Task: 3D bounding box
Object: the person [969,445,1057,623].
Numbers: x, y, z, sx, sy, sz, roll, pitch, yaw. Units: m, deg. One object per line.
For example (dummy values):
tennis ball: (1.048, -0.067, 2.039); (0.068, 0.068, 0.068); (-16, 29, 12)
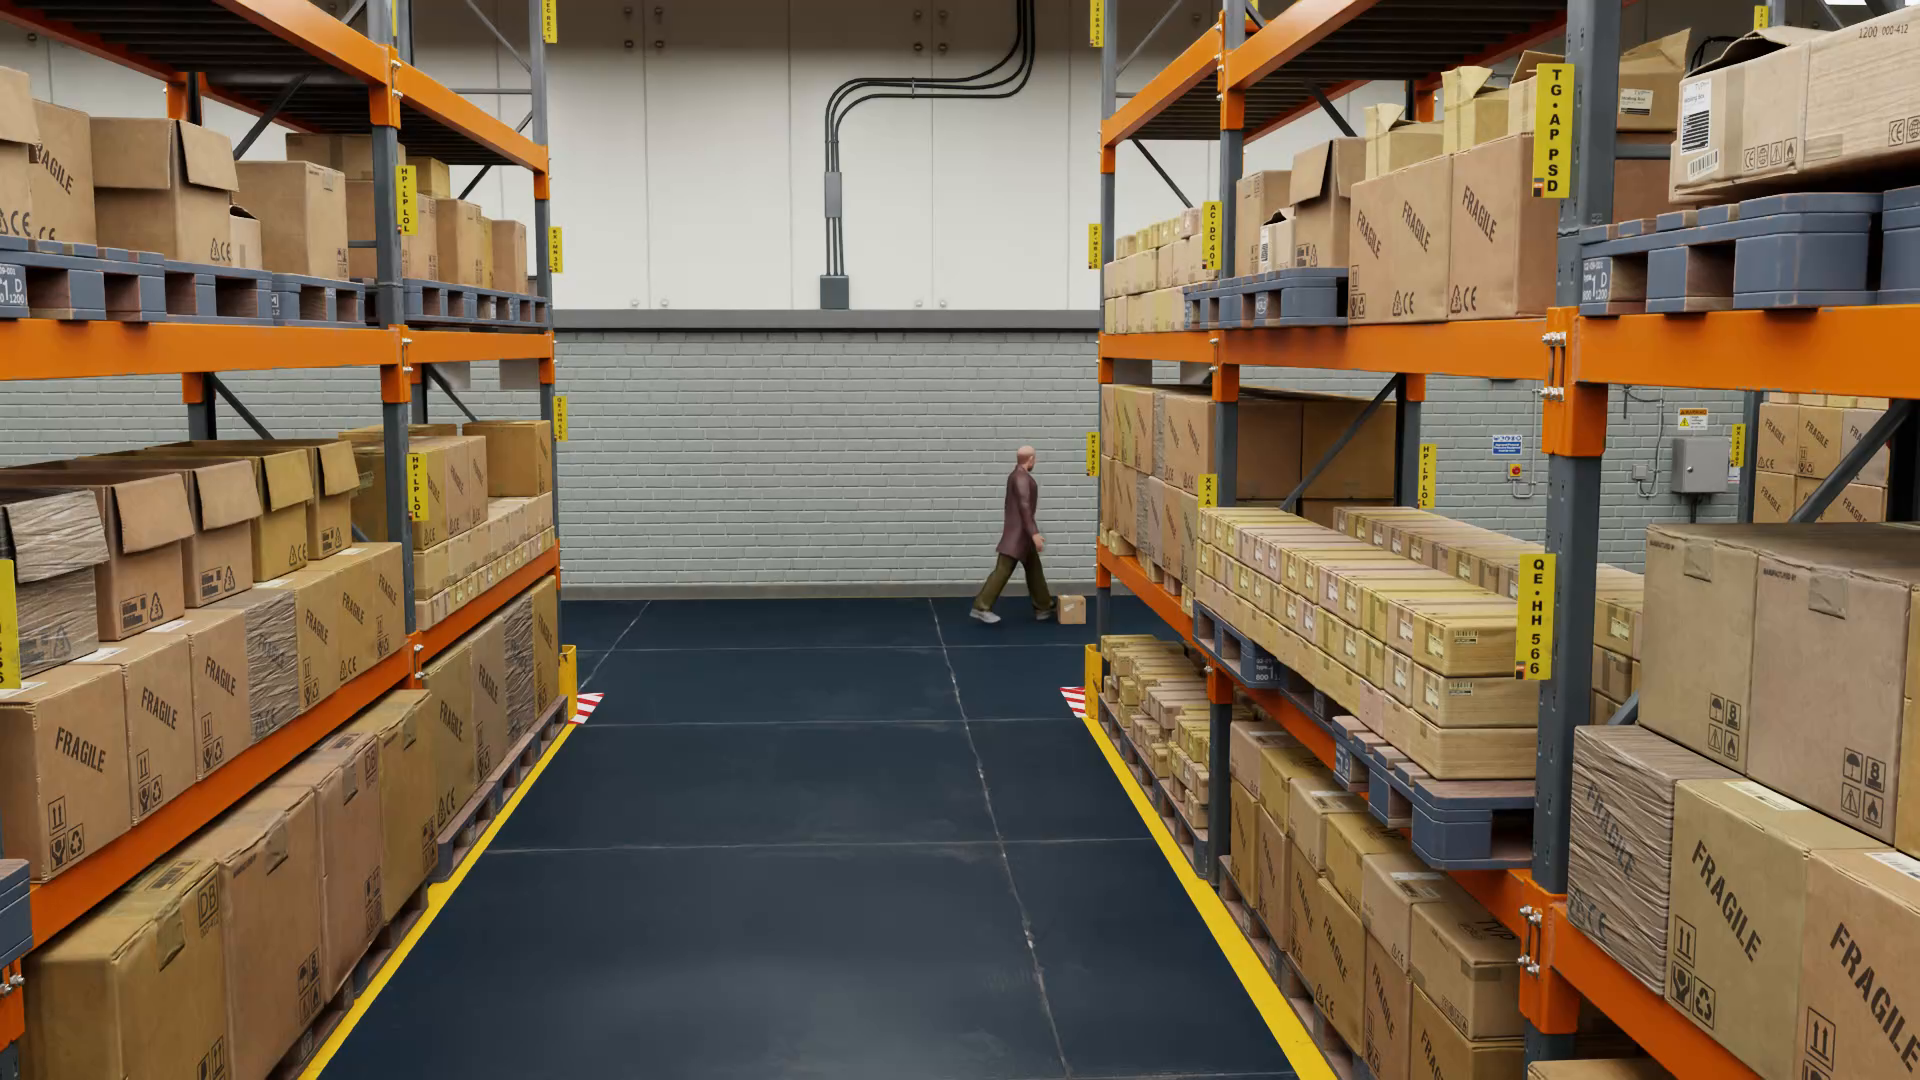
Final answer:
person: (0.593, -0.053, 16.291); (1.002, 1.746, 0.705); (0, 7, 1)
